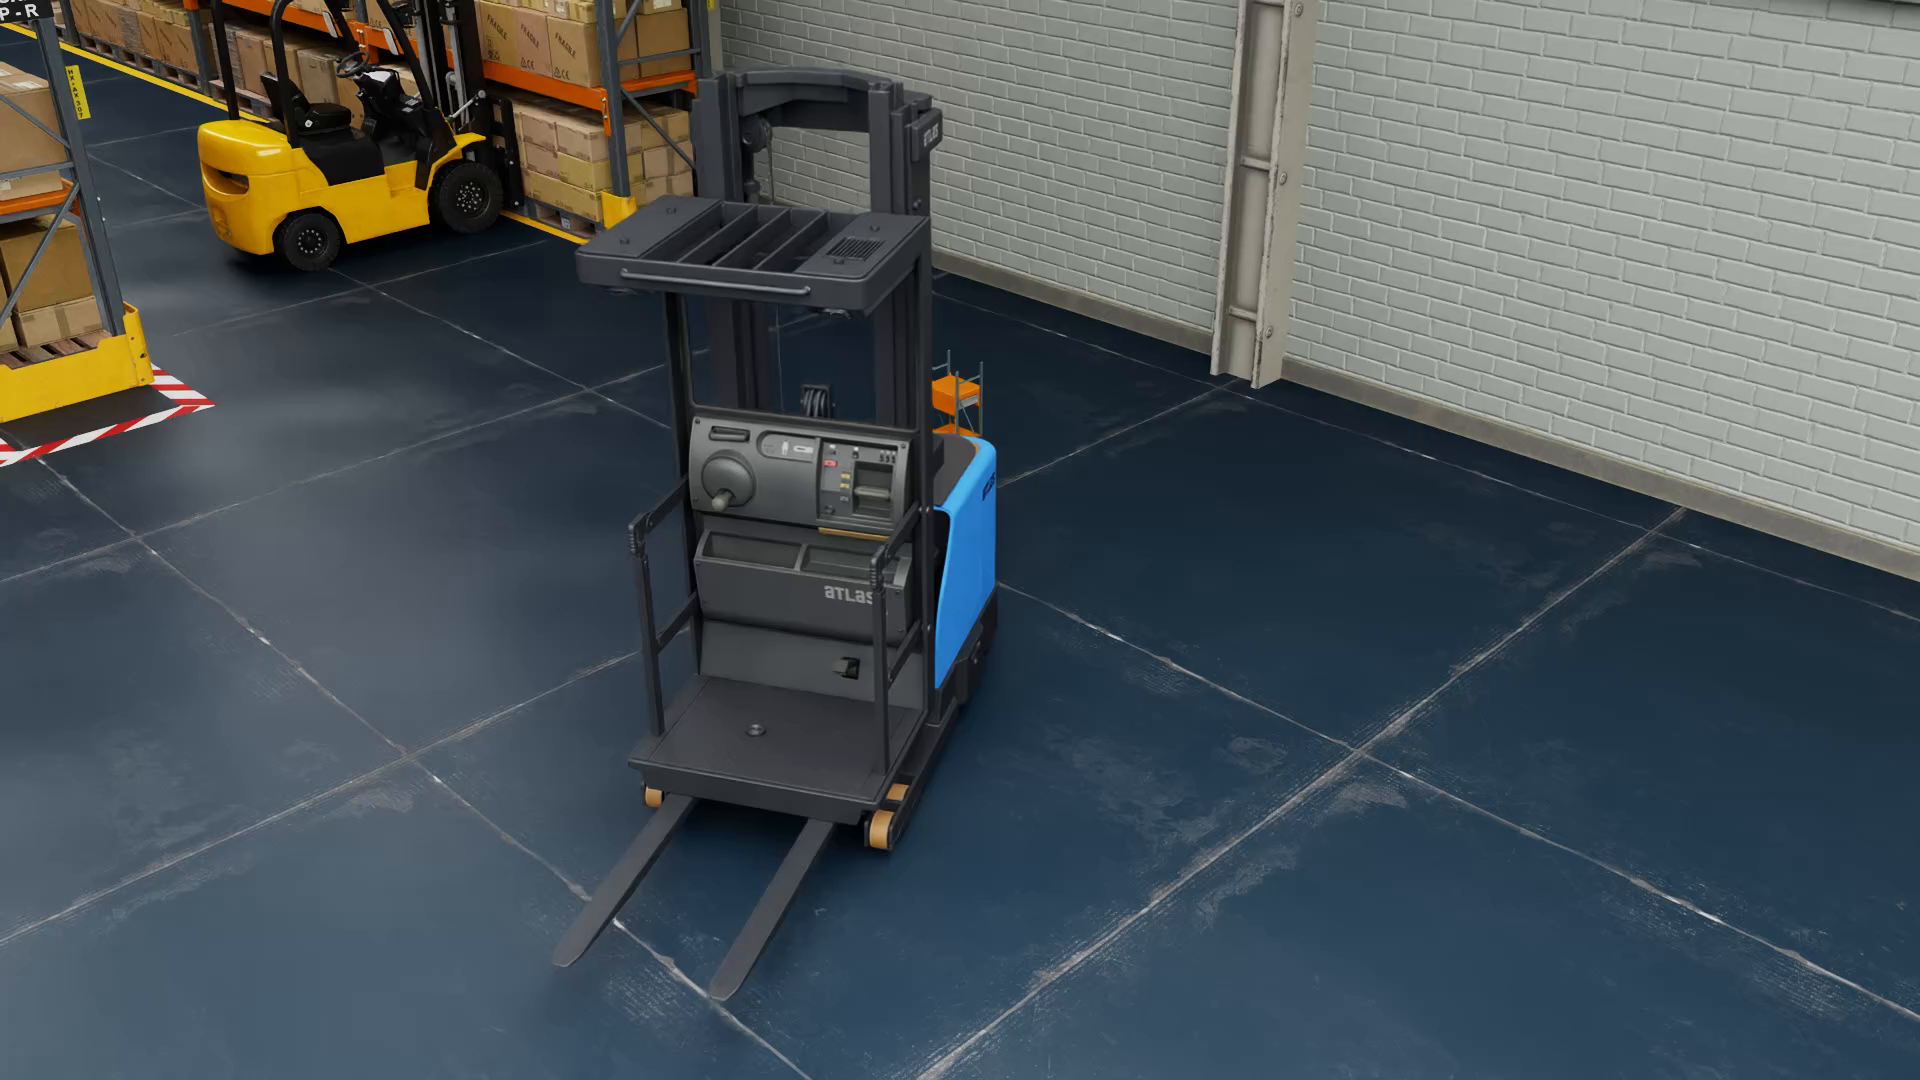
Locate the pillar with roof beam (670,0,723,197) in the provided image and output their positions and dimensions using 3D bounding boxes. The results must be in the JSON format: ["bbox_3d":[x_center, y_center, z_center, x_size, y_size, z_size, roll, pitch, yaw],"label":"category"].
[{"bbox_3d":[-5.333,-5.644,10.314,0.400,9.000,9.100,25,36,38],"label":"pillar with roof beam"}]

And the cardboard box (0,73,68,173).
[{"bbox_3d":[-6.071,-2.665,10.668,0.500,0.500,0.500,24,36,38],"label":"cardboard box"}]

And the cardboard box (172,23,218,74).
[{"bbox_3d":[-8.607,-5.647,19.002,0.500,0.500,0.500,-24,36,-38],"label":"cardboard box"}]

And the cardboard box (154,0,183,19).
[{"bbox_3d":[-9.057,-6.124,19.212,0.250,0.149,0.380,23,36,37],"label":"cardboard box"}]

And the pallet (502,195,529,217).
[{"bbox_3d":[-3.890,-3.290,15.281,1.213,0.211,1.003,25,36,38],"label":"pallet"}]

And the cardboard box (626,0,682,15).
[{"bbox_3d":[-2.510,-4.419,13.627,0.250,0.149,0.380,23,36,37],"label":"cardboard box"}]

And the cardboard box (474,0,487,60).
[{"bbox_3d":[-4.080,-4.509,14.494,0.500,0.500,0.500,25,37,39],"label":"cardboard box"}]

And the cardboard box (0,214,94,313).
[{"bbox_3d":[-6.326,-1.906,11.349,0.500,0.500,0.500,23,36,37],"label":"cardboard box"}]

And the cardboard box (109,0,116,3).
[{"bbox_3d":[-10.138,-6.644,20.200,0.250,0.149,0.380,24,36,38],"label":"cardboard box"}]

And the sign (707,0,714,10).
[{"bbox_3d":[-2.056,-4.491,13.553,0.005,0.325,0.100,25,36,38],"label":"sign"}]

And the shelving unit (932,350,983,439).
[{"bbox_3d":[-0.038,-0.482,9.039,0.252,1.050,0.215,25,36,38],"label":"shelving unit"}]

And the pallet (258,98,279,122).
[{"bbox_3d":[-6.729,-4.588,17.748,1.213,0.211,1.003,25,36,38],"label":"pallet"}]

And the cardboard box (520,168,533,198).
[{"bbox_3d":[-3.705,-3.240,14.692,0.500,0.250,0.500,-25,37,-39],"label":"cardboard box"}]

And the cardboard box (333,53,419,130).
[{"bbox_3d":[-5.682,-4.497,16.681,0.875,0.625,0.625,-23,36,-37],"label":"cardboard box"}]

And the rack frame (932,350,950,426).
[{"bbox_3d":[-0.125,-0.522,9.115,0.008,1.050,0.200,25,36,38],"label":"rack frame"}]

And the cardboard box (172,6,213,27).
[{"bbox_3d":[-8.684,-5.945,18.871,0.250,0.149,0.380,23,35,36],"label":"cardboard box"}]

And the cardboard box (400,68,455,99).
[{"bbox_3d":[-4.820,-4.175,15.397,0.500,0.250,0.500,25,36,38],"label":"cardboard box"}]

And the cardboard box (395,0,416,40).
[{"bbox_3d":[-4.786,-4.845,15.133,0.500,0.500,0.500,-25,36,-38],"label":"cardboard box"}]

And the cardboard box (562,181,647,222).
[{"bbox_3d":[-3.006,-2.908,14.061,0.500,0.250,0.500,25,37,39],"label":"cardboard box"}]

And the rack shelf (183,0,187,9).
[{"bbox_3d":[-9.581,-6.835,19.800,4.000,0.370,1.077,25,36,38],"label":"rack shelf"}]

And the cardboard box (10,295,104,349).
[{"bbox_3d":[-6.309,-1.566,11.509,0.500,0.250,0.500,24,36,38],"label":"cardboard box"}]

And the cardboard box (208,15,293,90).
[{"bbox_3d":[-7.719,-5.428,18.450,0.875,0.625,0.625,-24,36,-38],"label":"cardboard box"}]

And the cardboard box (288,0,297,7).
[{"bbox_3d":[-6.540,-5.542,16.727,0.500,0.250,0.500,25,37,39],"label":"cardboard box"}]

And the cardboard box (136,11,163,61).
[{"bbox_3d":[-9.331,-5.984,19.642,0.500,0.500,0.500,-23,36,-37],"label":"cardboard box"}]

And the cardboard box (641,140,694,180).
[{"bbox_3d":[-2.640,-3.303,14.275,0.500,0.250,0.500,-25,36,-38],"label":"cardboard box"}]

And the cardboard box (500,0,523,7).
[{"bbox_3d":[-3.631,-4.577,13.927,0.250,0.149,0.380,23,36,37],"label":"cardboard box"}]

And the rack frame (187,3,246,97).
[{"bbox_3d":[-8.154,-6.501,18.391,0.127,3.000,1.000,25,36,38],"label":"rack frame"}]

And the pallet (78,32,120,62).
[{"bbox_3d":[-10.400,-6.319,21.041,1.213,0.211,1.003,25,36,38],"label":"pallet"}]

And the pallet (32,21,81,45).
[{"bbox_3d":[-11.496,-6.797,21.949,1.213,0.211,1.003,25,36,38],"label":"pallet"}]

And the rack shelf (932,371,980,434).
[{"bbox_3d":[-0.038,-0.724,8.912,0.240,0.259,0.215,25,36,38],"label":"rack shelf"}]

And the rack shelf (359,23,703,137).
[{"bbox_3d":[-3.876,-4.225,14.835,4.000,0.370,1.077,25,36,38],"label":"rack shelf"}]

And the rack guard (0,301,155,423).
[{"bbox_3d":[-5.981,-1.161,10.921,0.348,0.500,1.175,25,36,38],"label":"rack guard"}]

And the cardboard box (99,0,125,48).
[{"bbox_3d":[-10.080,-6.319,20.278,0.500,0.500,0.500,23,36,37],"label":"cardboard box"}]

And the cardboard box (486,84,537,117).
[{"bbox_3d":[-4.088,-3.843,14.764,0.500,0.250,0.500,24,36,37],"label":"cardboard box"}]

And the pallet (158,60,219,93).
[{"bbox_3d":[-8.660,-5.523,19.527,1.213,0.211,1.003,25,36,38],"label":"pallet"}]

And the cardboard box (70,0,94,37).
[{"bbox_3d":[-10.820,-6.653,20.915,0.500,0.500,0.500,-23,36,-37],"label":"cardboard box"}]

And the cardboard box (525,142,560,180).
[{"bbox_3d":[-3.366,-3.303,14.275,0.500,0.250,0.500,24,36,38],"label":"cardboard box"}]

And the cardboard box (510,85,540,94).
[{"bbox_3d":[-3.728,-4.020,15.101,0.500,0.250,0.500,24,36,37],"label":"cardboard box"}]

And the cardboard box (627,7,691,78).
[{"bbox_3d":[-2.608,-4.189,13.886,0.500,0.500,0.500,-24,36,-38],"label":"cardboard box"}]

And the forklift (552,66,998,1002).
[{"bbox_3d":[-0.712,-0.228,6.534,1.130,2.935,3.031,8,29,14],"label":"forklift"}]

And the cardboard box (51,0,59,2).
[{"bbox_3d":[-12.167,-7.330,22.201,0.500,0.500,0.700,23,35,37],"label":"cardboard box"}]

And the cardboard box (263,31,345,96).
[{"bbox_3d":[-6.768,-4.998,17.632,0.625,0.625,0.875,23,35,36],"label":"cardboard box"}]

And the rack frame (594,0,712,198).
[{"bbox_3d":[-2.450,-3.891,13.427,0.127,3.000,1.000,25,36,38],"label":"rack frame"}]

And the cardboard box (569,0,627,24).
[{"bbox_3d":[-2.894,-4.242,13.291,0.380,0.149,0.250,-25,36,-38],"label":"cardboard box"}]

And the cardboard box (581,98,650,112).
[{"bbox_3d":[-3.019,-3.684,14.462,0.500,0.250,0.500,25,36,38],"label":"cardboard box"}]

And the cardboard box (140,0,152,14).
[{"bbox_3d":[-9.392,-6.307,19.559,0.250,0.149,0.380,24,36,38],"label":"cardboard box"}]

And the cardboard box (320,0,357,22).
[{"bbox_3d":[-5.845,-5.207,16.091,0.500,0.250,0.500,-24,36,-38],"label":"cardboard box"}]

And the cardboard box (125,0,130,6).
[{"bbox_3d":[-9.750,-6.484,19.896,0.250,0.149,0.380,25,37,39],"label":"cardboard box"}]

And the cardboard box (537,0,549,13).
[{"bbox_3d":[-3.239,-4.421,13.630,0.380,0.149,0.250,-24,36,-38],"label":"cardboard box"}]

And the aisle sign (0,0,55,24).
[{"bbox_3d":[-5.666,-3.476,9.844,0.004,0.787,0.394,25,36,38],"label":"aisle sign"}]

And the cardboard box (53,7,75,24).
[{"bbox_3d":[-11.610,-6.815,21.599,0.250,0.149,0.380,23,36,37],"label":"cardboard box"}]

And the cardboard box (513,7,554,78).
[{"bbox_3d":[-3.348,-4.181,13.871,0.500,0.500,0.500,-24,36,-38],"label":"cardboard box"}]

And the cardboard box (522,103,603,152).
[{"bbox_3d":[-3.365,-3.514,14.138,0.500,0.250,0.500,-25,36,-38],"label":"cardboard box"}]

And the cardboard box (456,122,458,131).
[{"bbox_3d":[-4.463,-3.794,15.209,0.500,0.250,0.500,24,36,38],"label":"cardboard box"}]
